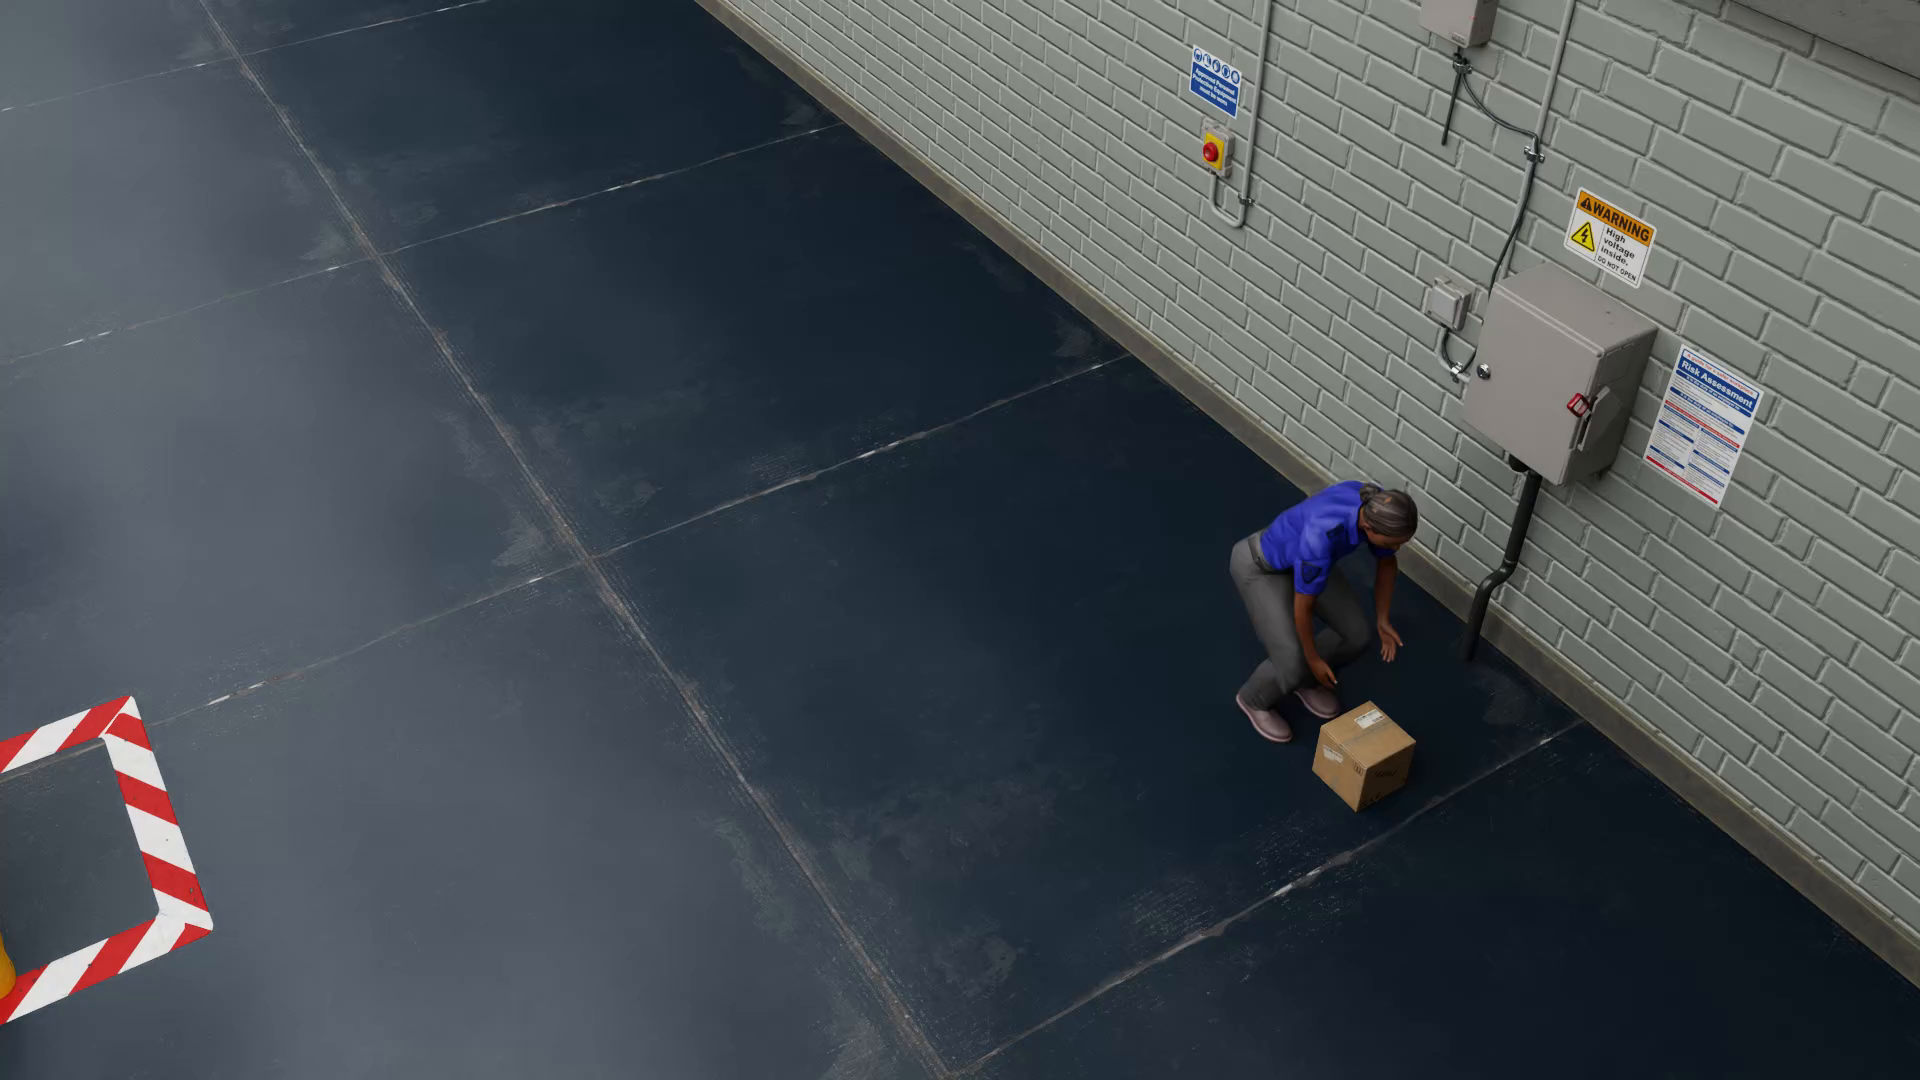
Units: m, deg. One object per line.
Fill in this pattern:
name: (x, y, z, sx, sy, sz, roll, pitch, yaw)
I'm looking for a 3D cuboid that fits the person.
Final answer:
person: (1.349, 0.196, 6.233, 0.496, 1.277, 0.683, -23, 46, -24)
